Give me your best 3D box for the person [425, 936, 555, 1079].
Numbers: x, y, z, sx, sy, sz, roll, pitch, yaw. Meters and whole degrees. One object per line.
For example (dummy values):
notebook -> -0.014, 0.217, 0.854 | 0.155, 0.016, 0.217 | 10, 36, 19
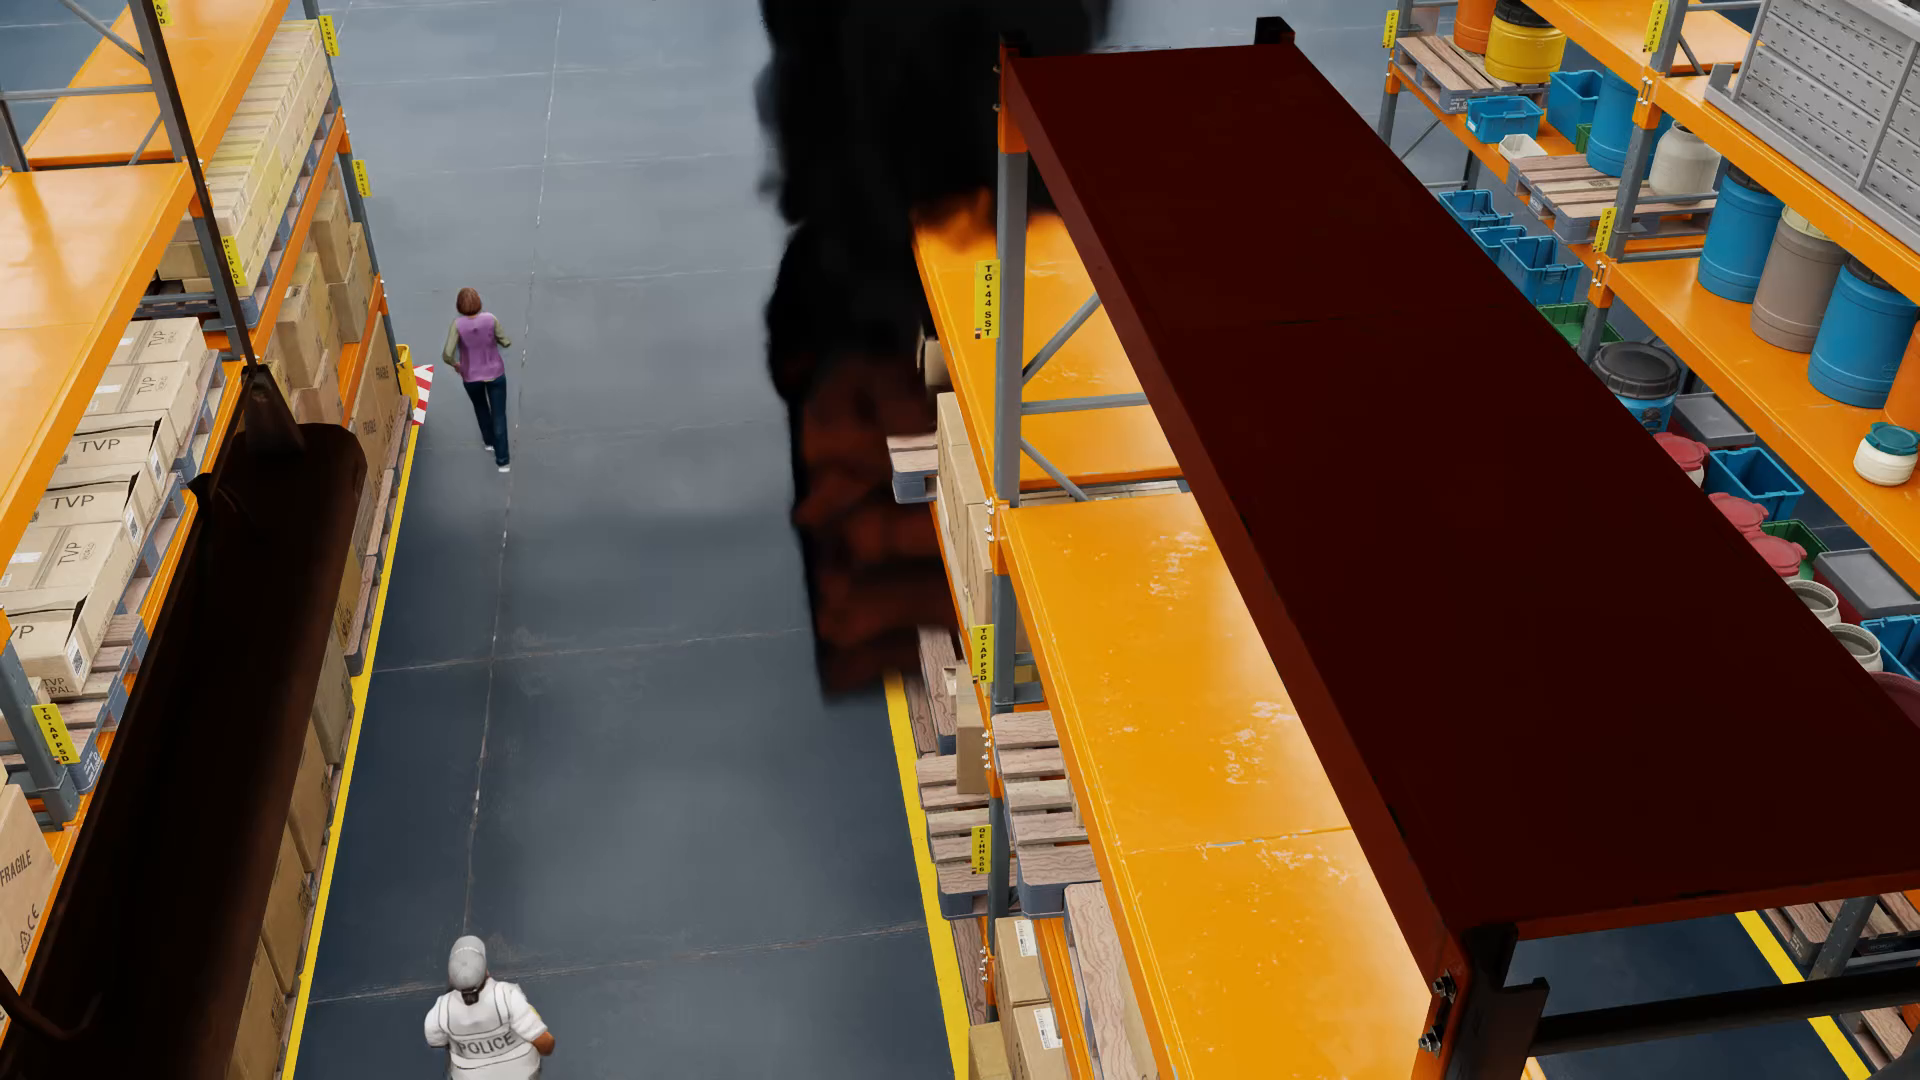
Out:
person -> -2.257, 2.557, 8.145 | 0.582, 1.711, 0.639 | -11, 38, -15

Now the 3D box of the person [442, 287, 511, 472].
person -> -3.819, -1.284, 13.338 | 0.523, 1.652, 0.669 | -9, 37, -12
